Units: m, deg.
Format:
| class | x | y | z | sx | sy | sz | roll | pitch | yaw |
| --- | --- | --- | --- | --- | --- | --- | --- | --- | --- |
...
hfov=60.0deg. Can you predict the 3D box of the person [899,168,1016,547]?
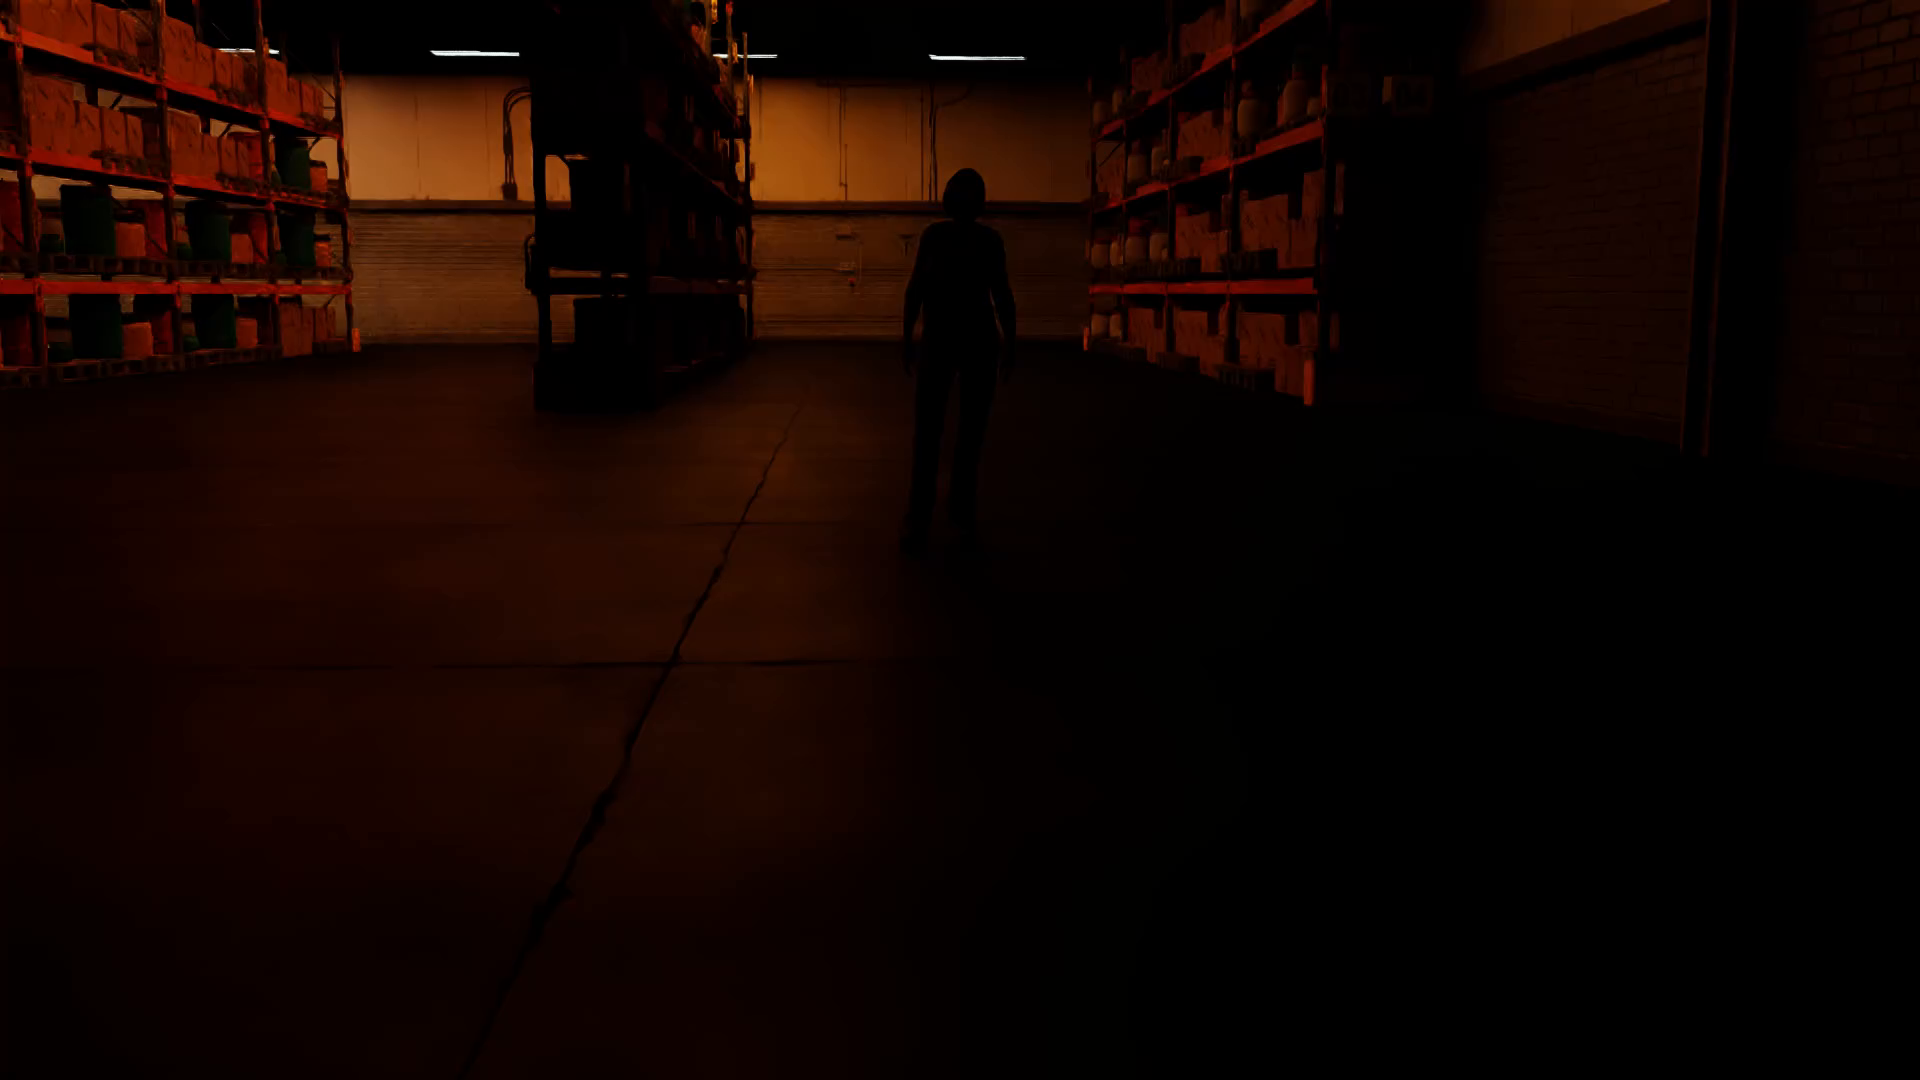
| class | x | y | z | sx | sy | sz | roll | pitch | yaw |
| --- | --- | --- | --- | --- | --- | --- | --- | --- | --- |
| person | -0.009 | -0.786 | 7.118 | 0.521 | 1.597 | 0.474 | -1 | 8 | -4 |
